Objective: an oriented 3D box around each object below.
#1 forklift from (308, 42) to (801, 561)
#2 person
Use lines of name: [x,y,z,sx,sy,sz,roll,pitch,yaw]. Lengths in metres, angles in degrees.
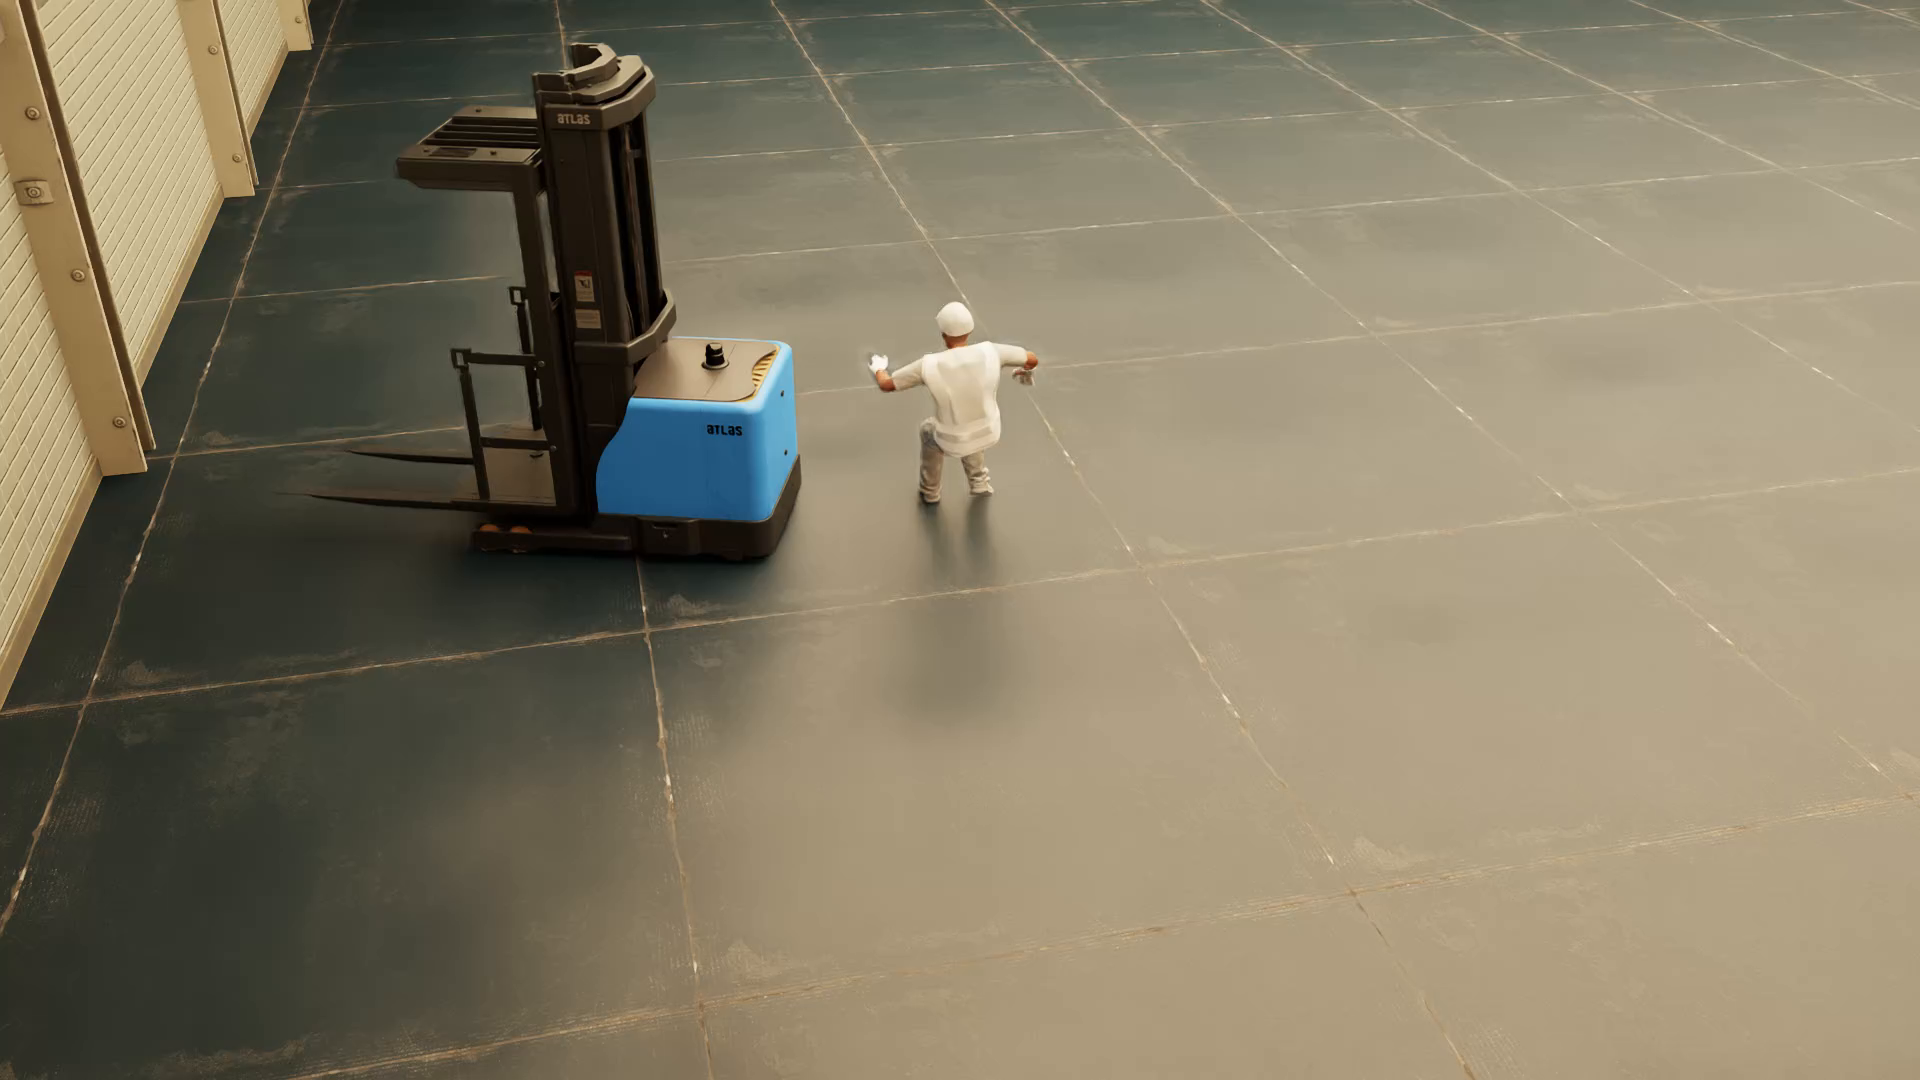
forklift: [-2.601,-1.445,10.071,3.031,2.935,1.130,3,30,6]
person: [-0.044,-0.856,10.450,1.027,1.543,0.882,-13,32,-21]
